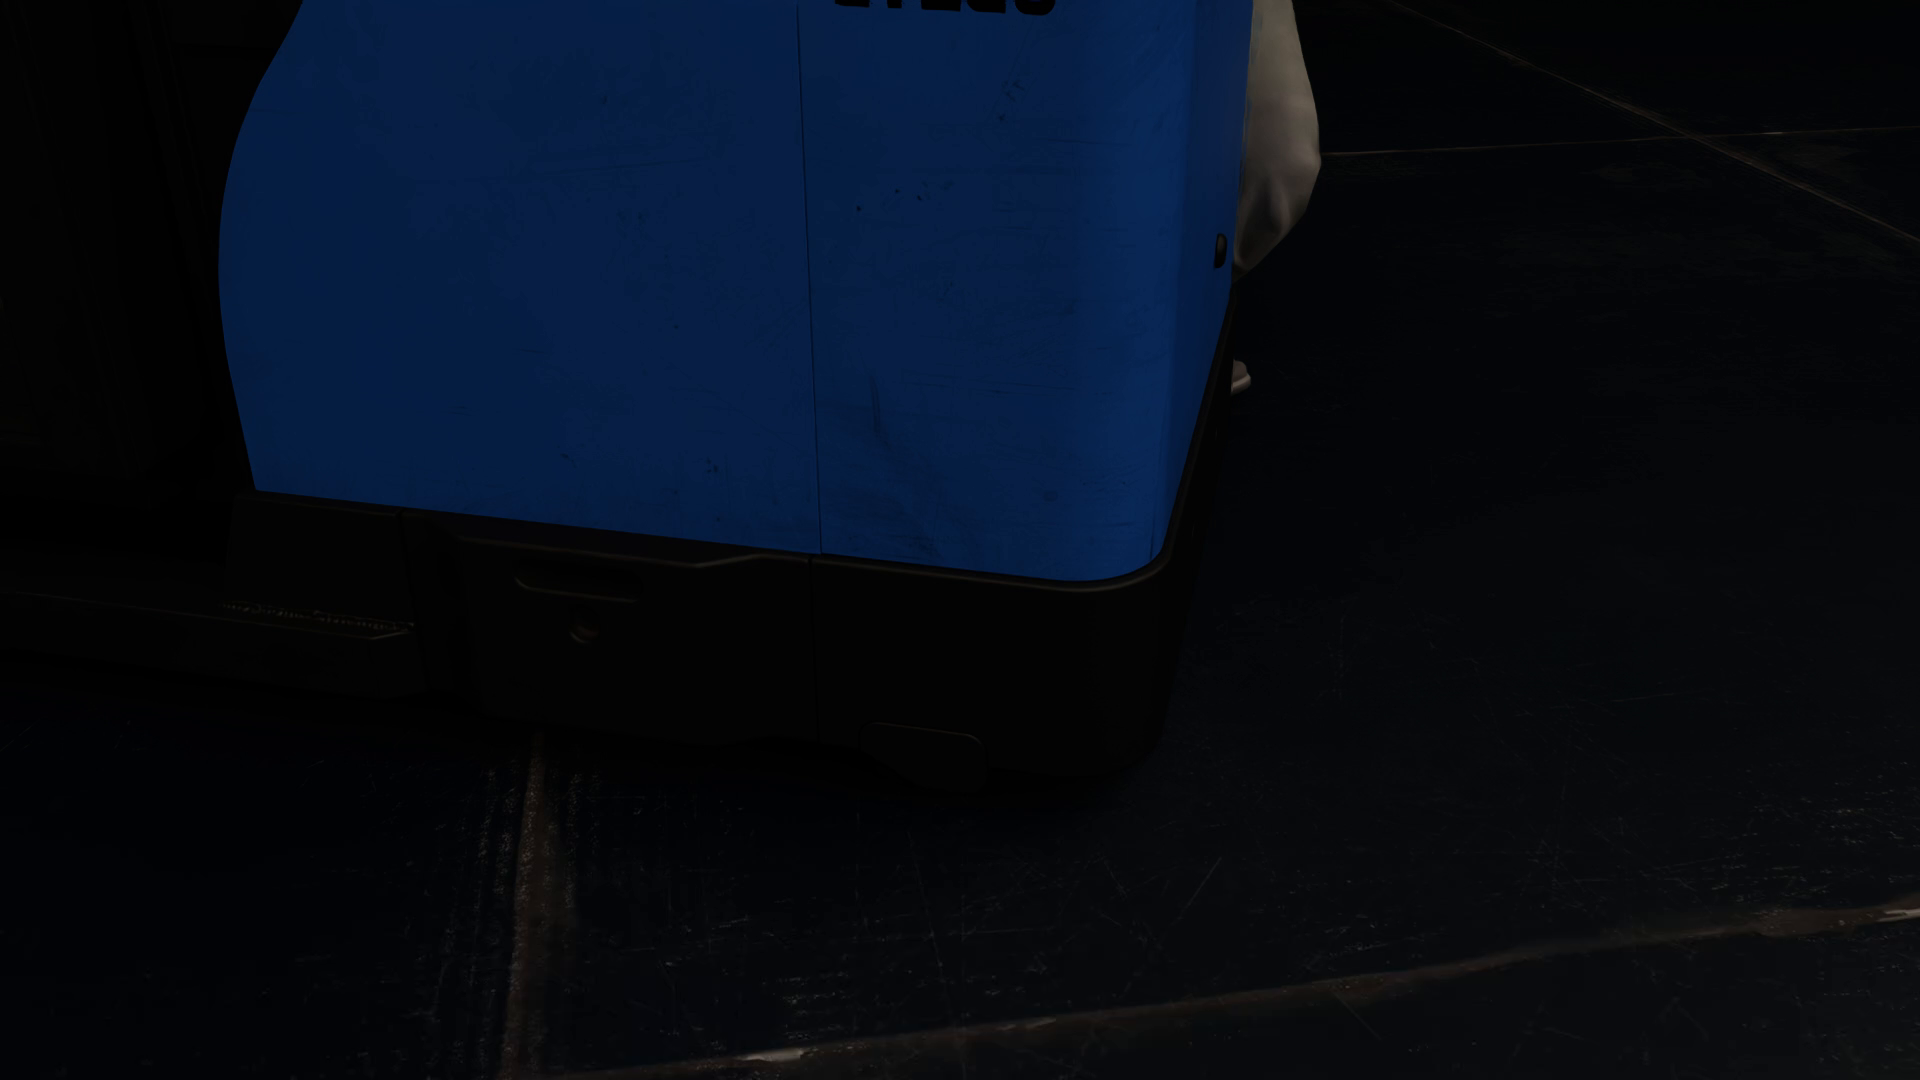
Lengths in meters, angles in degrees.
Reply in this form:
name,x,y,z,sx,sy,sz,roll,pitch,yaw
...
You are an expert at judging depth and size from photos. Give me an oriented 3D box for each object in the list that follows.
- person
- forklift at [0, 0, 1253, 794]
name,x,y,z,sx,sy,sz,roll,pitch,yaw
person,0.325,-0.947,2.701,0.780,1.447,0.943,-3,28,-6
forklift,-1.148,-1.359,1.934,3.031,2.935,1.130,6,29,12
